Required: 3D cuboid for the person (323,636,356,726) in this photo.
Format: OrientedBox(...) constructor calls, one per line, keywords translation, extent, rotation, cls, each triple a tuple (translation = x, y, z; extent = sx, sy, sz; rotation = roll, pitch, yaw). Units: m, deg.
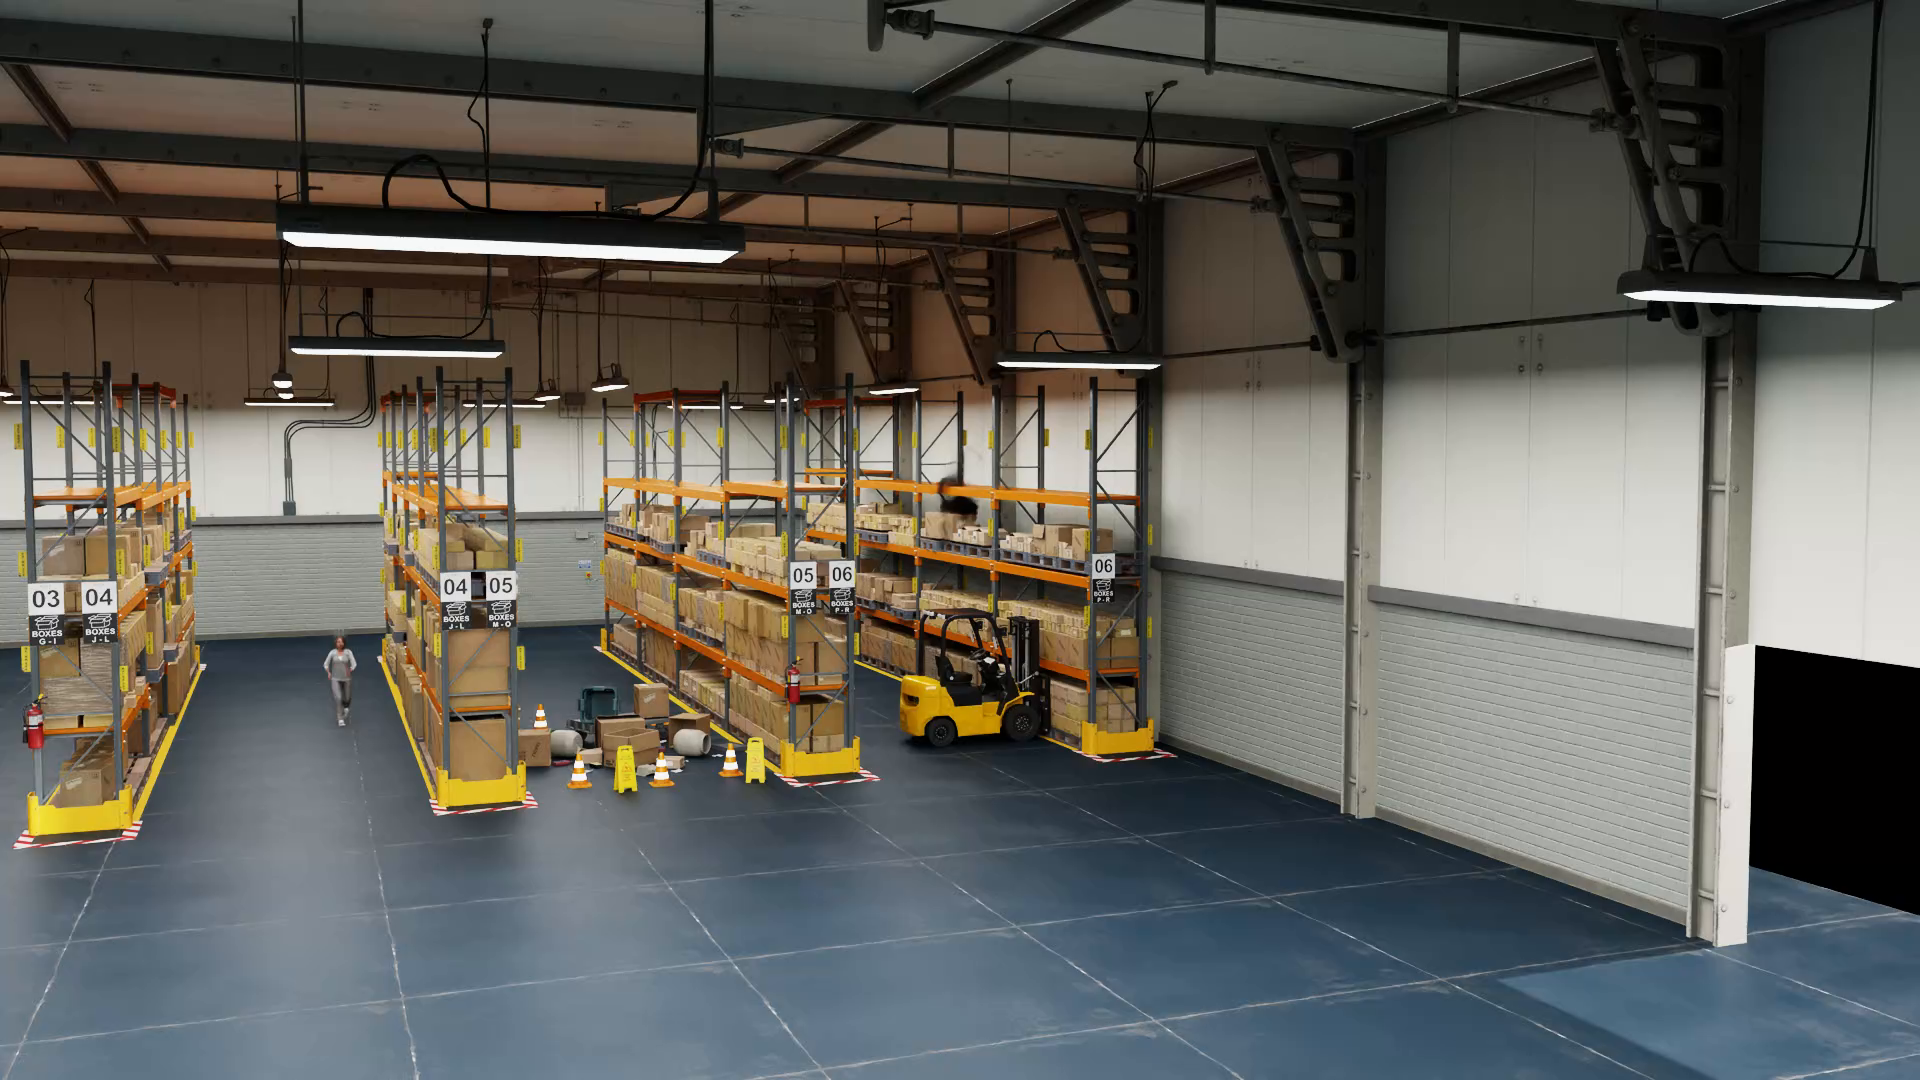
OrientedBox(translation=(-10.894, 2.465, 29.234), extent=(0.542, 1.553, 0.680), rotation=(-1, 4, -22), cls="person")
